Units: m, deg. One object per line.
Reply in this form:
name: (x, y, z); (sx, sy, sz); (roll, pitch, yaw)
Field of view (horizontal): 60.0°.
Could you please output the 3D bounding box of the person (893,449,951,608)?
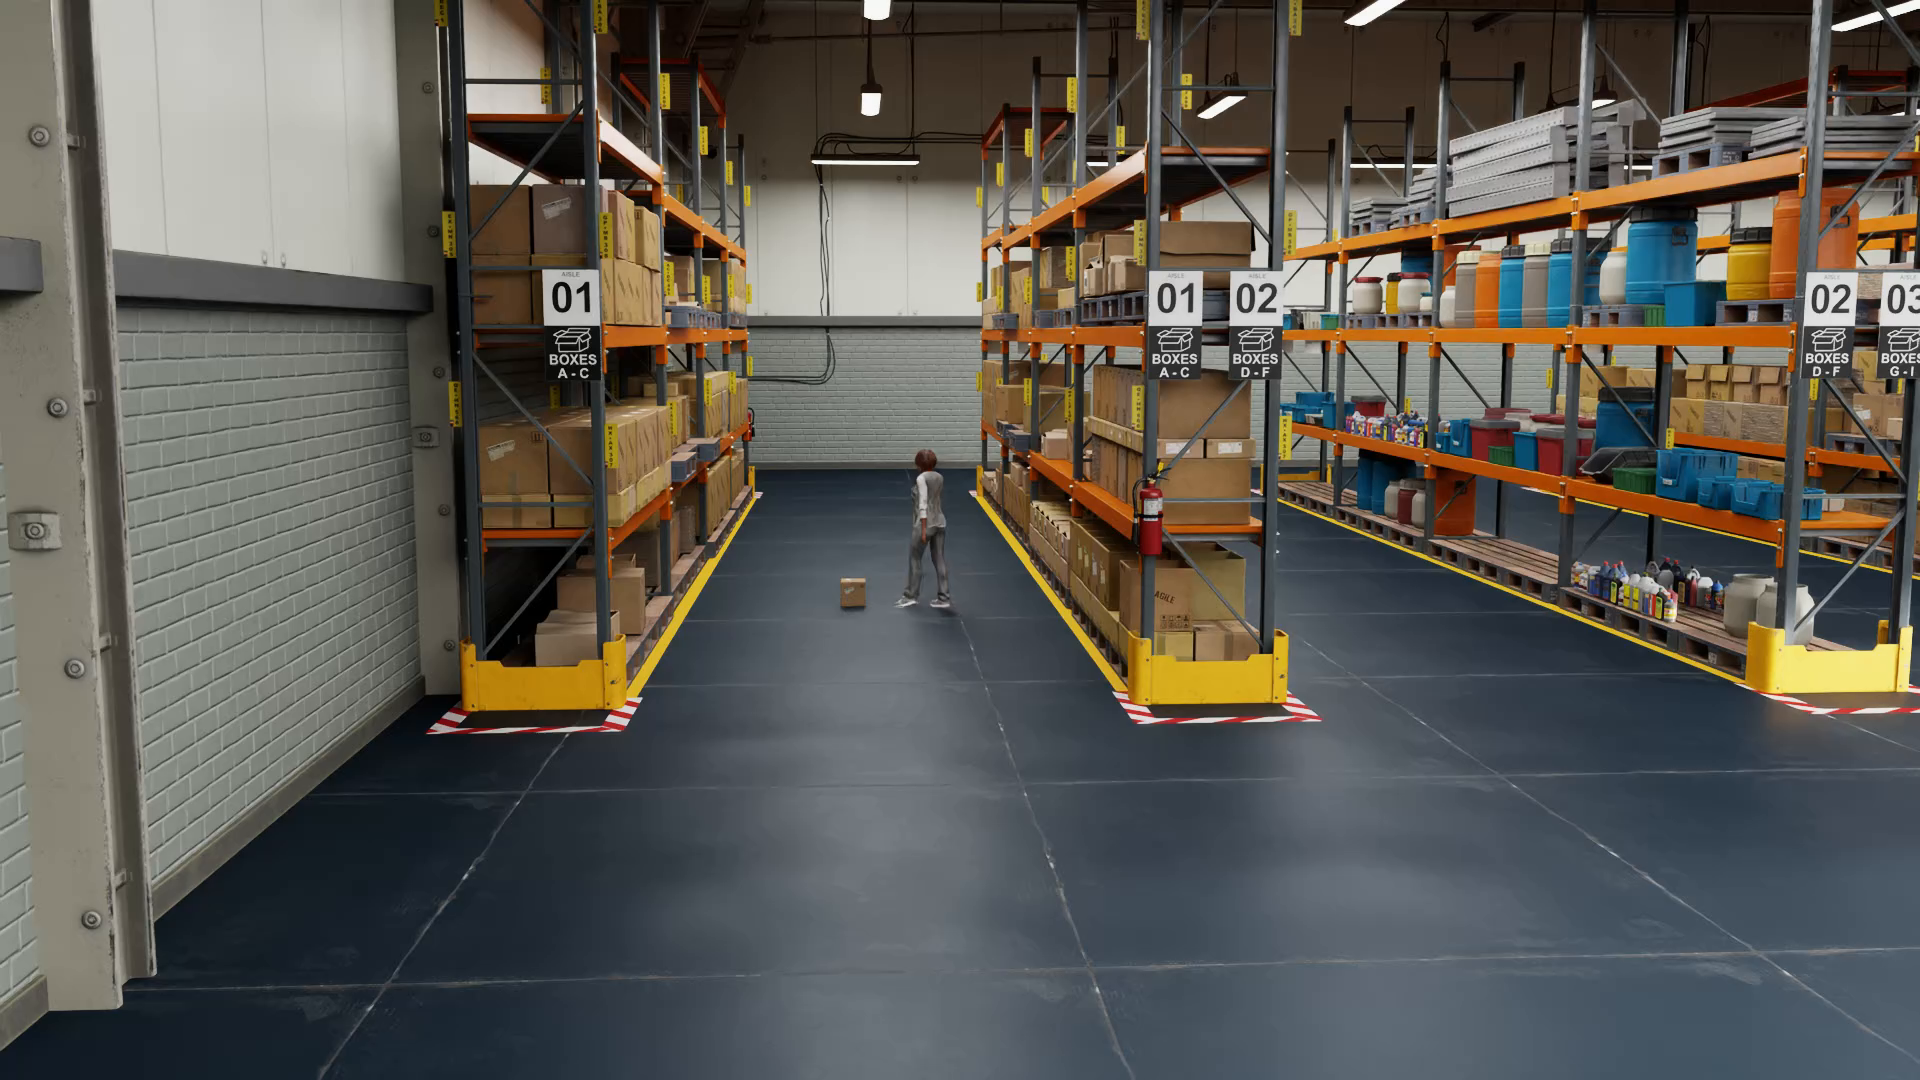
person: (-0.342, -0.105, 16.635); (0.618, 1.611, 0.419); (6, 9, 41)
